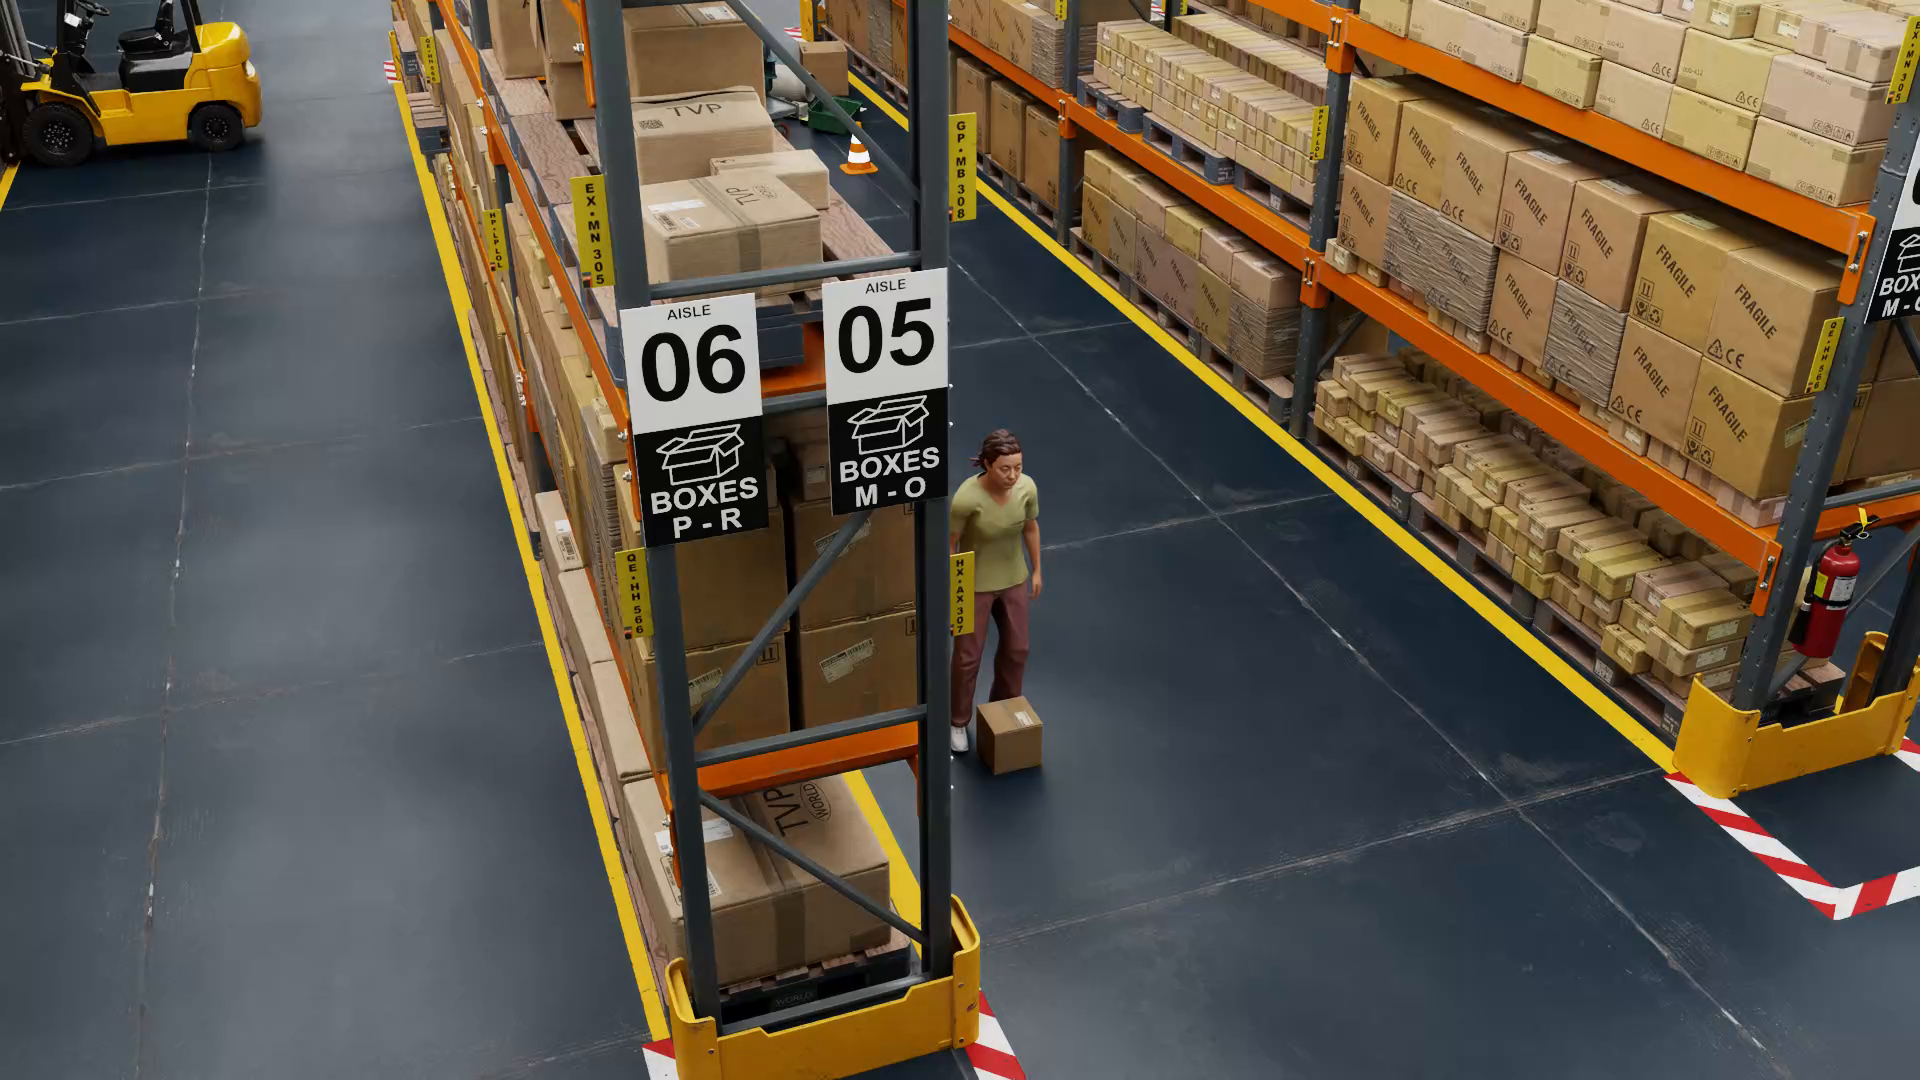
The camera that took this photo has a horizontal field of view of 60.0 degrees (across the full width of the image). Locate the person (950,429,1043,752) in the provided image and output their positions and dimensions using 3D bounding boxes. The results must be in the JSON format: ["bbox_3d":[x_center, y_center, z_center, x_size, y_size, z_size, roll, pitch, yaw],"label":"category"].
[{"bbox_3d":[0.159,0.220,7.958,0.519,1.673,0.356,-11,32,-18],"label":"person"}]
